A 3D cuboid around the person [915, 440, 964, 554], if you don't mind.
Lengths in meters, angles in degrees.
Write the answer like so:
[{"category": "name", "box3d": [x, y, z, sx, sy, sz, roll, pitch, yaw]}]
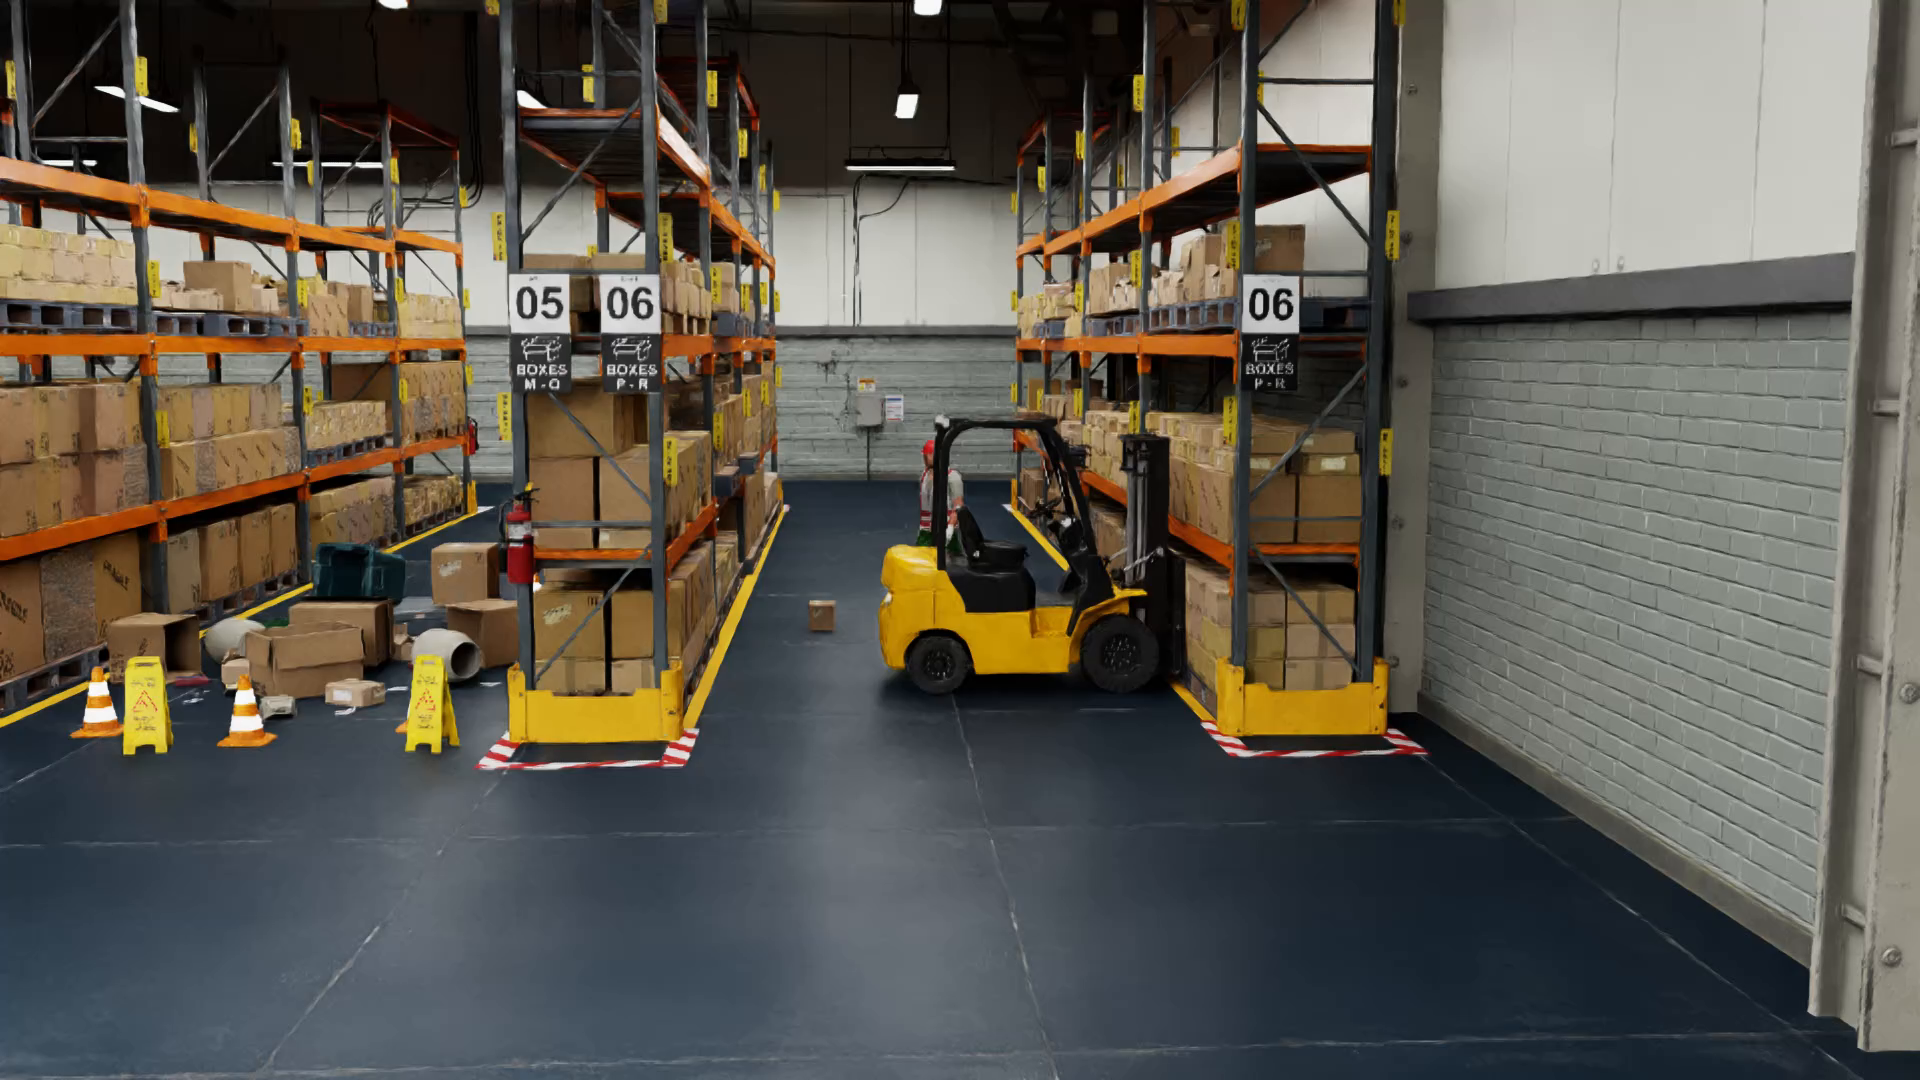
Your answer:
[{"category": "person", "box3d": [-0.224, -0.071, 16.052, 0.596, 1.794, 0.528, 4, 8, 32]}]
